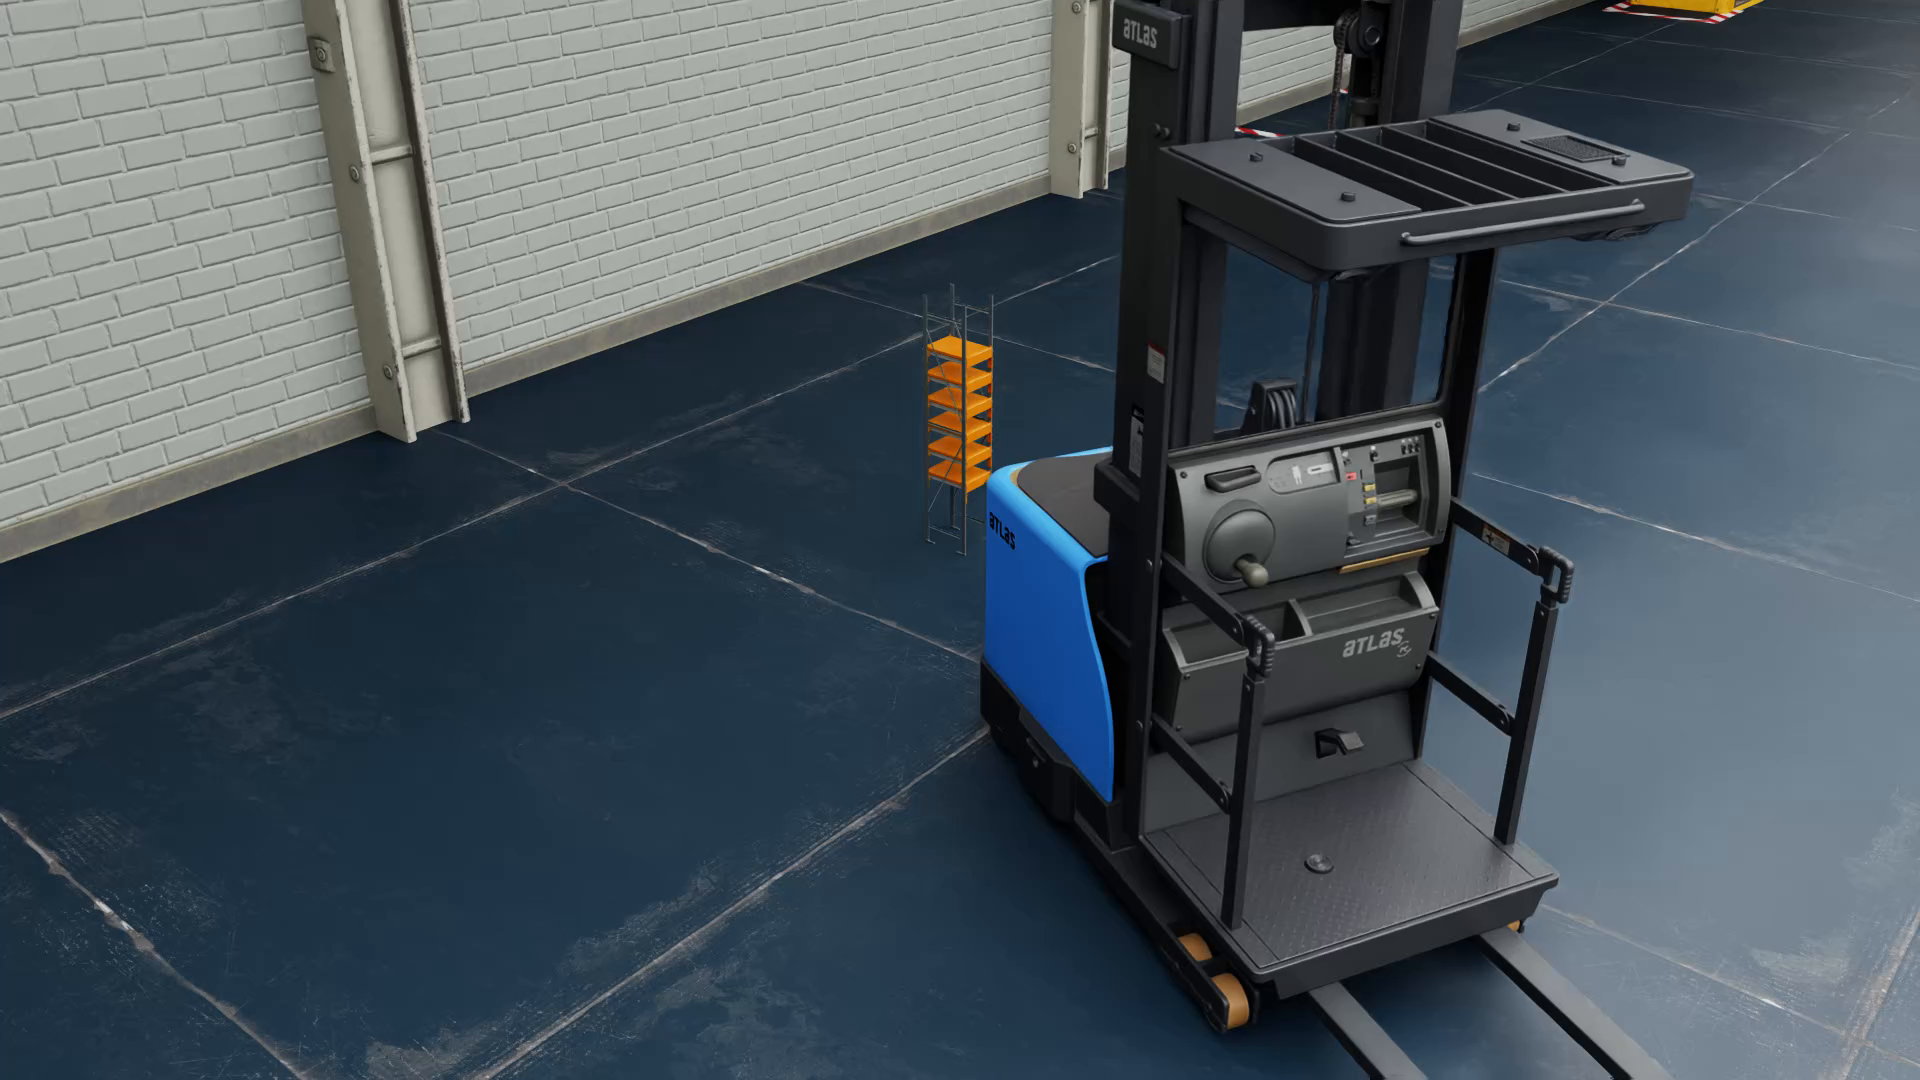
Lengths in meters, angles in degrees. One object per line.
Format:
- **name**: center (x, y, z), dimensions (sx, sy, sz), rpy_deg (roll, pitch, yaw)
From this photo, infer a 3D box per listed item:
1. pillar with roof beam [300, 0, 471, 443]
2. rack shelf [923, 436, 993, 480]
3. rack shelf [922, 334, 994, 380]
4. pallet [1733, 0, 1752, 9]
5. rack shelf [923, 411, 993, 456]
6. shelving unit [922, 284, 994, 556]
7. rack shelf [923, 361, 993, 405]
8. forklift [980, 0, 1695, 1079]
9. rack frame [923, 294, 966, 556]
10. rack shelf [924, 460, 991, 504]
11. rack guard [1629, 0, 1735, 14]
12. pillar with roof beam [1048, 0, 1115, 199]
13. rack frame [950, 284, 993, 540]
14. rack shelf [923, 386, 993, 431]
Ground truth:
- **pillar with roof beam**: center (0.431, -3.363, 4.456), dimensions (9.100, 9.000, 0.400), rpy_deg (21, 34, 34)
- **rack shelf**: center (-0.009, -0.382, 7.540), dimensions (0.258, 0.103, 0.180), rpy_deg (21, 34, 34)
- **rack shelf**: center (-0.009, -0.808, 7.319), dimensions (0.258, 0.103, 0.180), rpy_deg (21, 34, 34)
- **pallet**: center (9.373, -6.903, 20.865), dimensions (1.003, 0.211, 1.213), rpy_deg (21, 34, 34)
- **rack shelf**: center (-0.009, -0.488, 7.485), dimensions (0.258, 0.103, 0.180), rpy_deg (21, 34, 34)
- **shelving unit**: center (-0.009, -0.528, 7.464), dimensions (0.258, 1.200, 0.189), rpy_deg (21, 34, 34)
- **rack shelf**: center (-0.009, -0.701, 7.375), dimensions (0.258, 0.103, 0.180), rpy_deg (21, 34, 34)
- **forklift**: center (1.131, -0.072, 4.699), dimensions (1.130, 2.935, 3.031), rpy_deg (-11, 29, -21)
- **rack frame**: center (-0.067, -0.495, 7.402), dimensions (0.240, 1.200, 0.006), rpy_deg (21, 34, 34)
- **rack shelf**: center (-0.009, -0.275, 7.595), dimensions (0.258, 0.103, 0.180), rpy_deg (21, 34, 34)
- **rack guard**: center (8.829, -6.754, 20.261), dimensions (1.175, 0.500, 0.348), rpy_deg (21, 34, 34)
- **pillar with roof beam**: center (4.247, -5.490, 8.569), dimensions (9.100, 9.000, 0.400), rpy_deg (21, 34, 34)
- **rack frame**: center (0.049, -0.560, 7.527), dimensions (0.240, 1.200, 0.006), rpy_deg (21, 34, 34)
- **rack shelf**: center (-0.009, -0.595, 7.430), dimensions (0.258, 0.103, 0.180), rpy_deg (21, 34, 34)
